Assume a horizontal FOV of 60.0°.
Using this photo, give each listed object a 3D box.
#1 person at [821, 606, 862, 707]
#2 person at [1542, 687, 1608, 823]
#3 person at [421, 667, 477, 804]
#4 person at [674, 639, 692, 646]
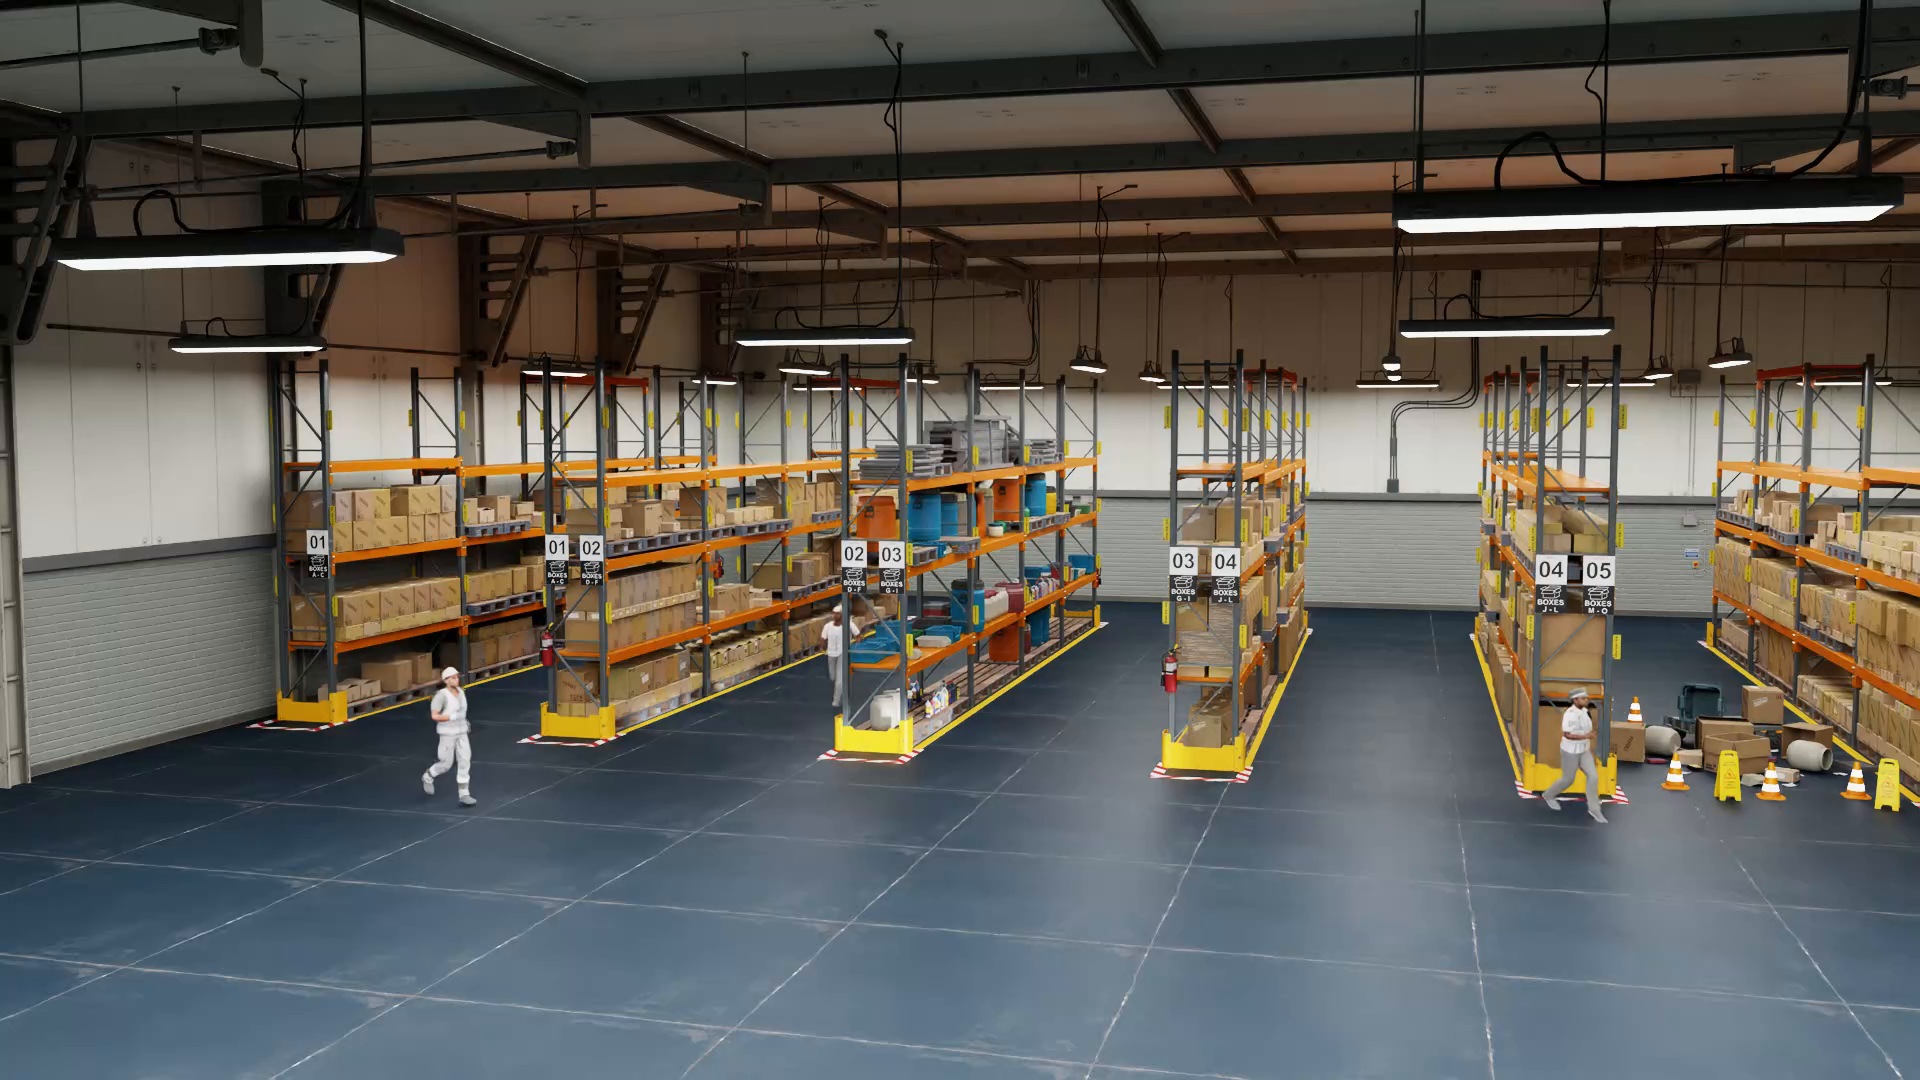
[{"bbox_3d":[-2.125,2.034,29.397,0.712,1.745,0.870,1,4,12],"label":"person"},{"bbox_3d":[7.709,2.678,20.929,0.615,1.729,0.898,-3,5,-40],"label":"person"},{"bbox_3d":[-6.662,2.536,21.706,0.908,1.770,0.668,2,5,30],"label":"person"},{"bbox_3d":[-6.153,1.479,37.049,0.568,1.678,0.940,1,4,8],"label":"person"}]
